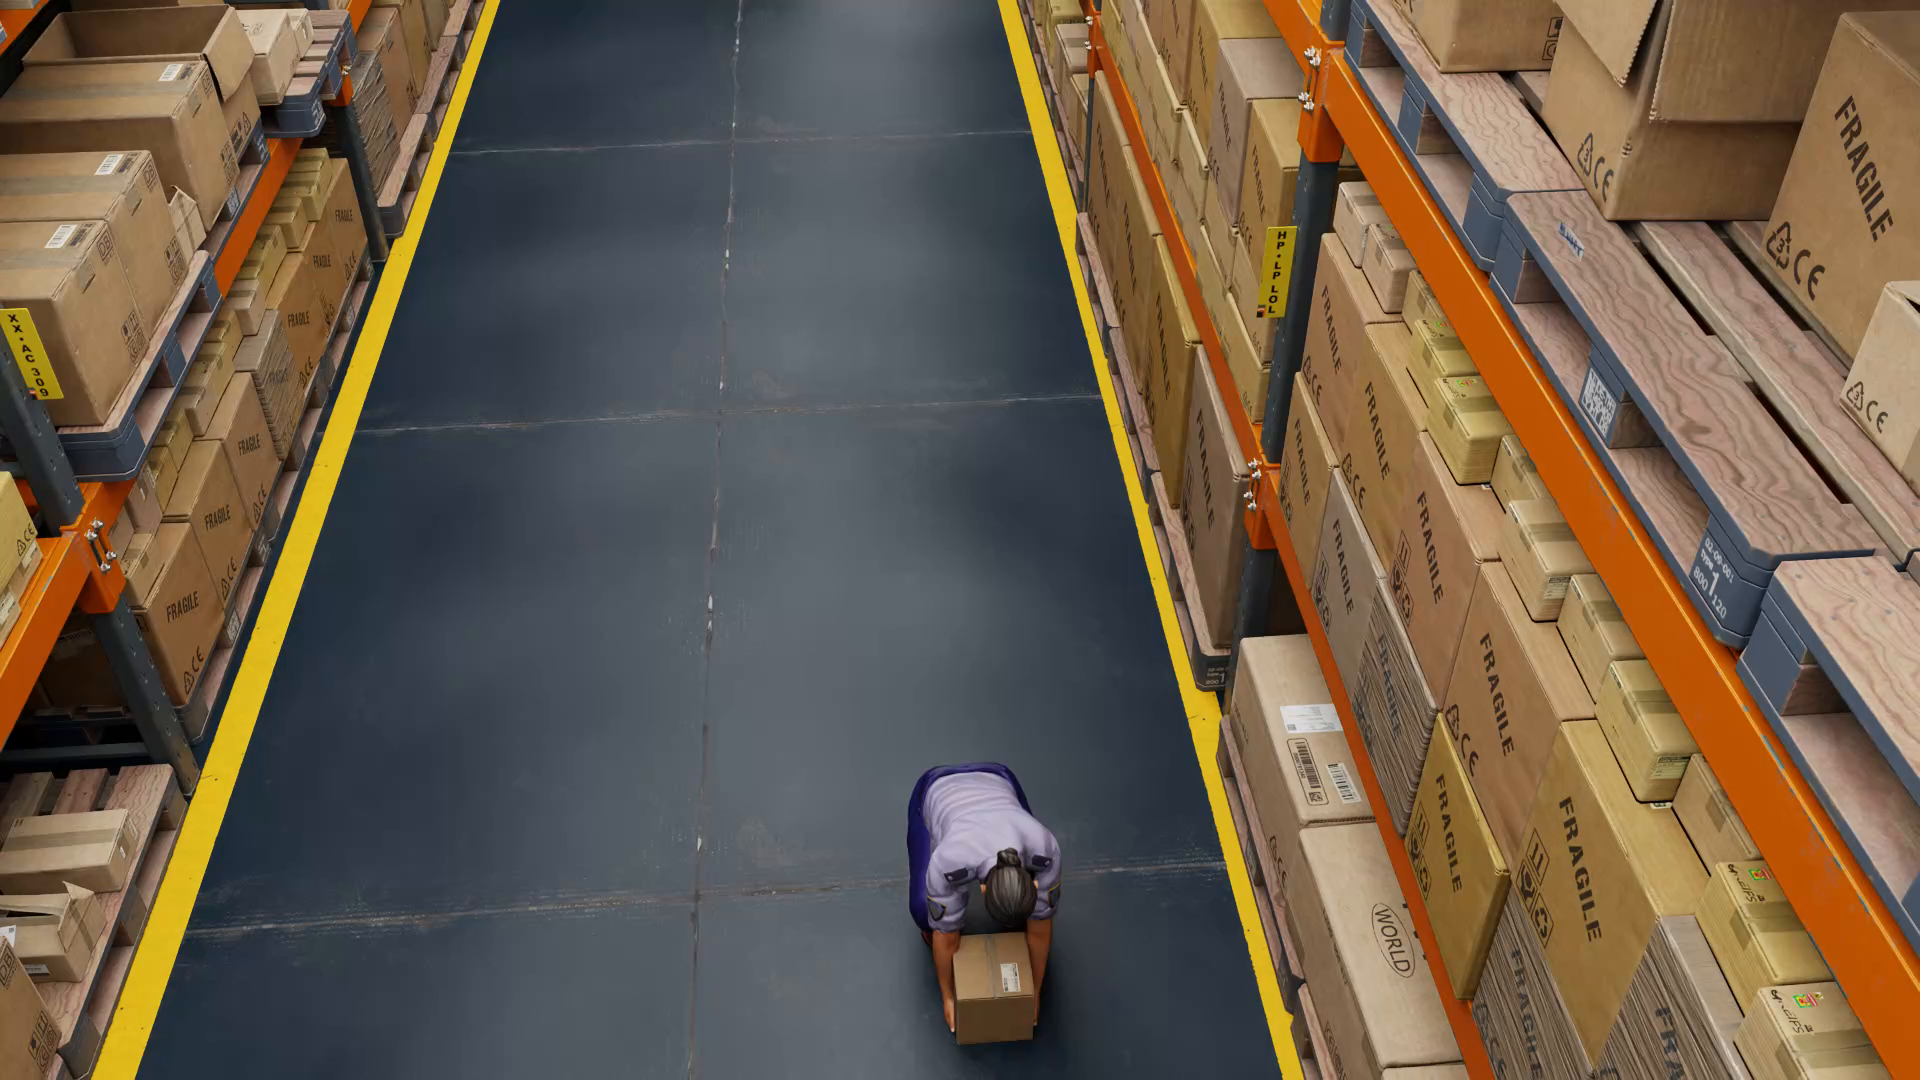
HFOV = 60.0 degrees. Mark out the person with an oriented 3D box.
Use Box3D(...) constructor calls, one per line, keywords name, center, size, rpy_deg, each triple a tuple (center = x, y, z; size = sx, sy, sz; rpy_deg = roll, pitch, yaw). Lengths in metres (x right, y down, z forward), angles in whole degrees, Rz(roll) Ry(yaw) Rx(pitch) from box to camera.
Box3D(name="person", center=(0.073, 1.126, 5.561), size=(0.504, 0.818, 0.844), rpy_deg=(-4, 39, -4))
